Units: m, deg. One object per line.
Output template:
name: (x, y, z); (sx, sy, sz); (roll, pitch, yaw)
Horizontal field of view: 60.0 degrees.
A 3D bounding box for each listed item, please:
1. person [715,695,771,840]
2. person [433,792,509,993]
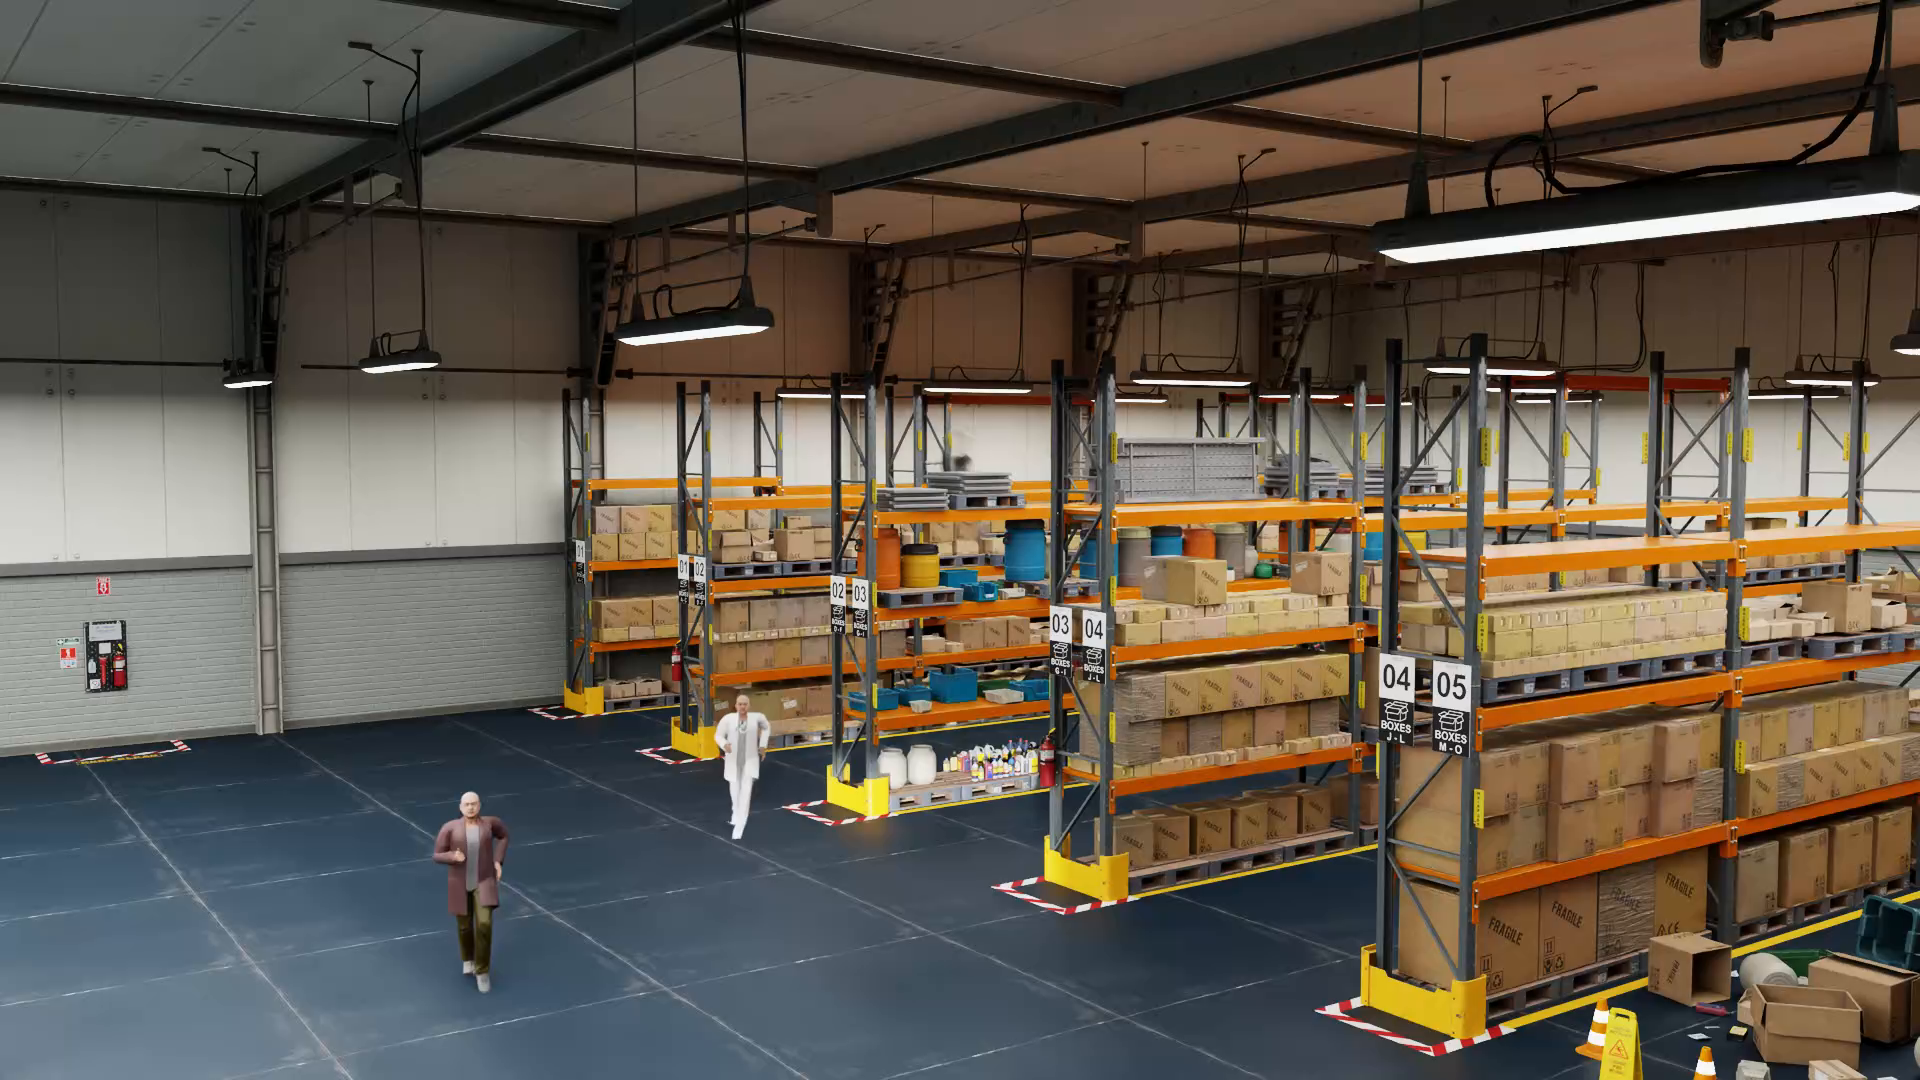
person: (-2.824, 2.892, 21.567); (0.691, 1.808, 1.006); (0, 4, 2)
person: (-4.570, 3.273, 15.580); (0.686, 1.837, 0.805); (-1, 4, -15)
